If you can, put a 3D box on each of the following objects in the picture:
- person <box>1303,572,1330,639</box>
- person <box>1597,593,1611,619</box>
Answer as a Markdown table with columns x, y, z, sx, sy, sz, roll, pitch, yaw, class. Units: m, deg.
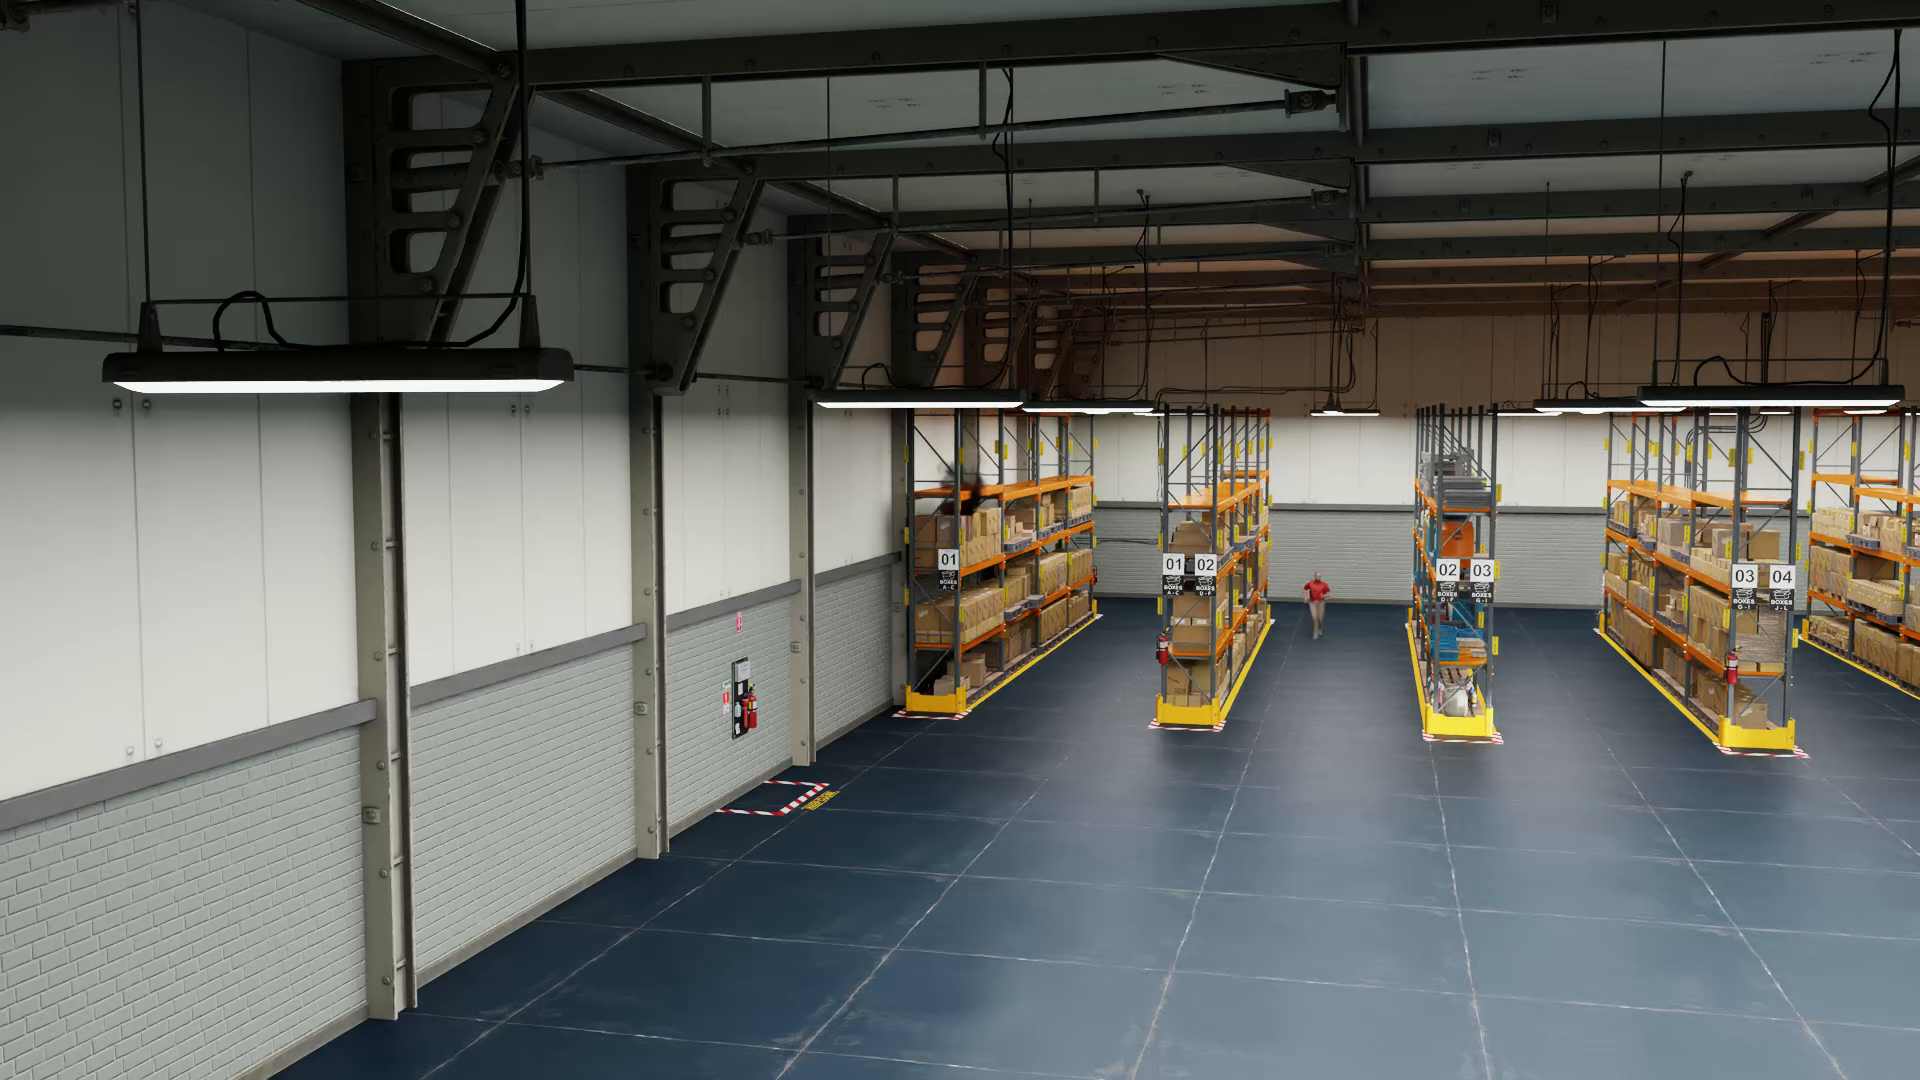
| x | y | z | sx | sy | sz | roll | pitch | yaw | class |
| --- | --- | --- | --- | --- | --- | --- | --- | --- | --- |
| 9.320 | 1.693 | 43.419 | 0.686 | 1.698 | 0.999 | 0 | 4 | 6 | person |
| 18.022 | 1.546 | 46.022 | 0.674 | 1.652 | 0.621 | 2 | 5 | 28 | person |
